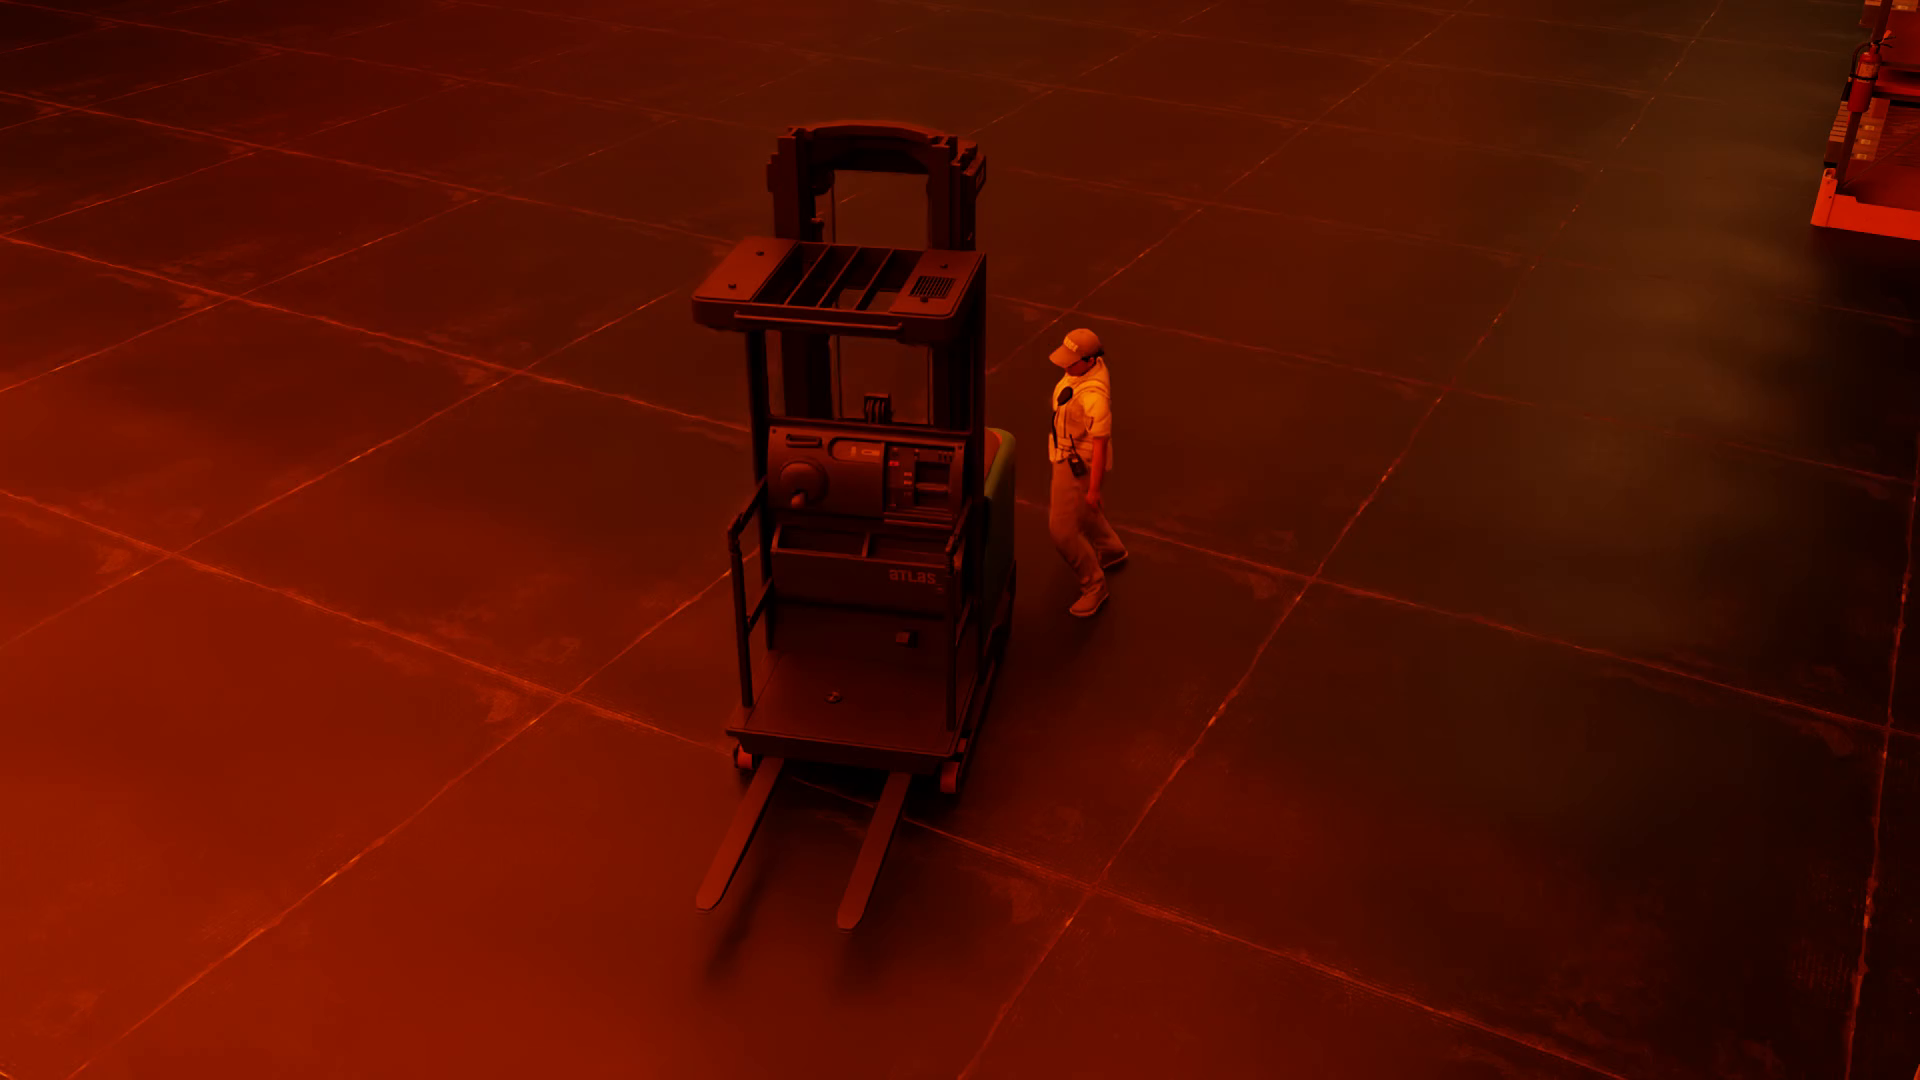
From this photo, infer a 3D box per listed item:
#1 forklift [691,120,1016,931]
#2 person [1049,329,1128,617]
[{"bbox_3d":[-0.476,-0.258,7.517,1.130,2.935,3.031,6,30,10],"label":"forklift"},{"bbox_3d":[0.727,-0.452,9.234,0.511,1.628,0.841,1,30,1],"label":"person"}]
